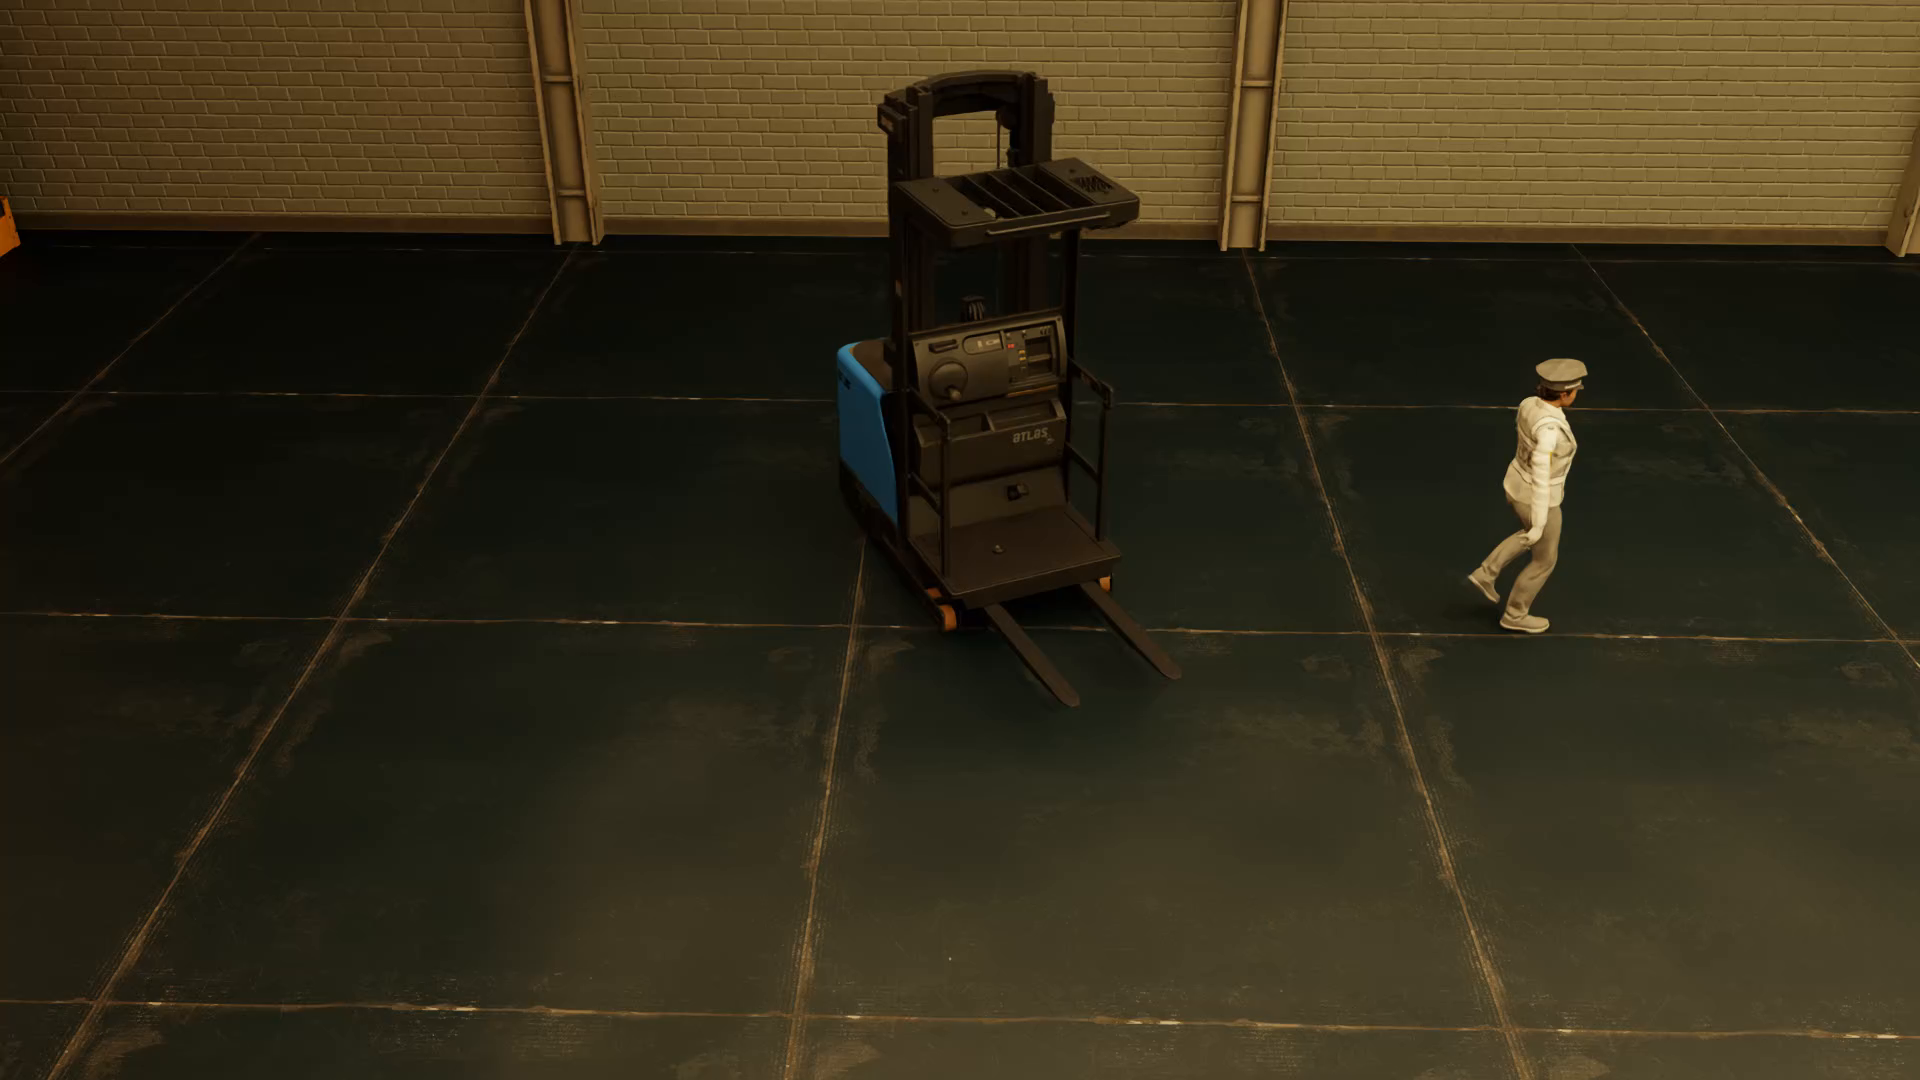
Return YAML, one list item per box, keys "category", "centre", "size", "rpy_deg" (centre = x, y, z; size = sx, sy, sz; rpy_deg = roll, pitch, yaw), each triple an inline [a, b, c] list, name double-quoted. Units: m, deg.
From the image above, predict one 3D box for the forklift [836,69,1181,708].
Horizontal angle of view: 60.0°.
- category: "forklift"
  centre: [0.262, -0.979, 9.274]
  size: [1.130, 2.935, 3.031]
  rpy_deg: [-13, 33, -20]

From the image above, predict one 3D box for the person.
- category: "person"
  centre: [3.189, -0.234, 9.281]
  size: [0.459, 1.650, 0.673]
  rpy_deg: [-2, 31, -4]
